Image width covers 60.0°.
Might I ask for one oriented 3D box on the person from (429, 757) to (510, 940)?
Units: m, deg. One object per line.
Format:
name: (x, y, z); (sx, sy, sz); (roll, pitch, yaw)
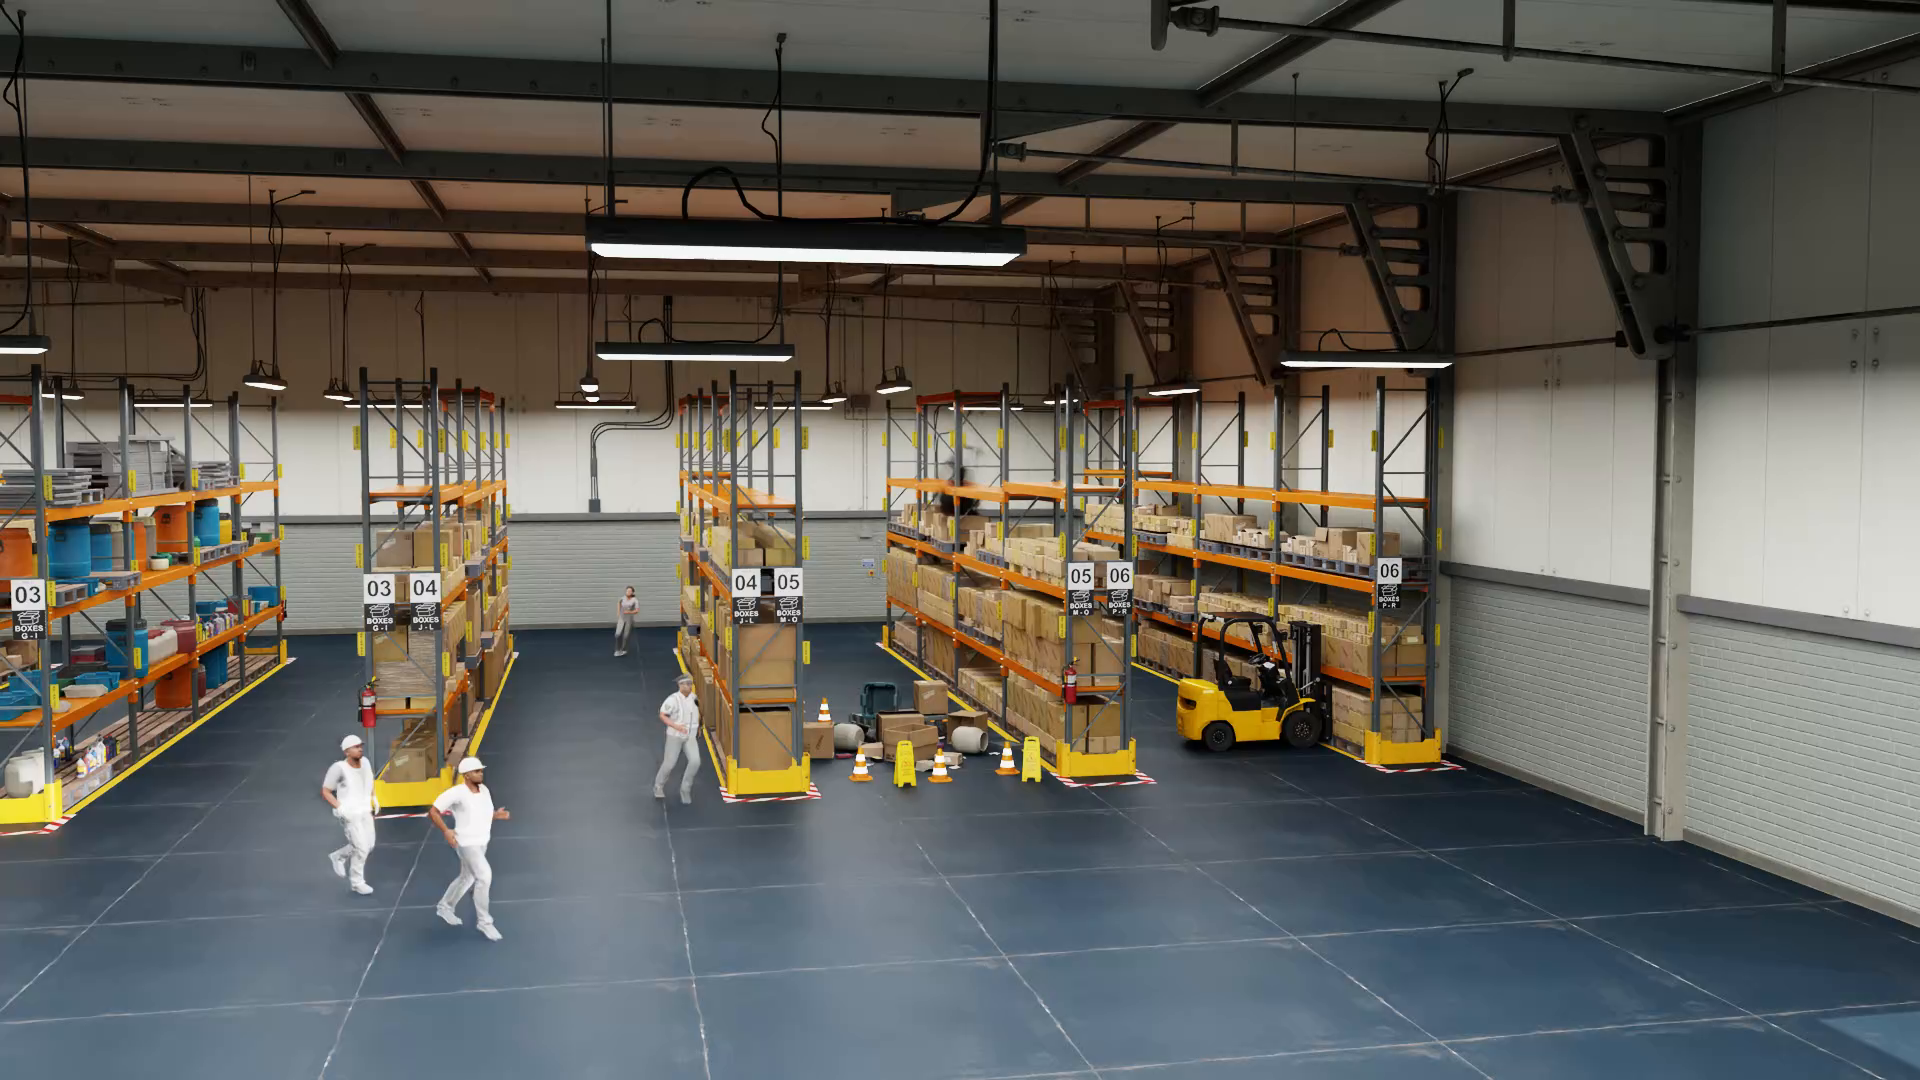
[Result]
person: (-4.979, 3.112, 16.891); (0.816, 1.828, 0.679); (1, 3, 14)

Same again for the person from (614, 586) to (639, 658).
person: (-7.719, 1.891, 38.586); (0.599, 1.672, 0.654); (0, 3, 1)

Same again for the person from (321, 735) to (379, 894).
person: (-6.805, 3.033, 18.522); (0.685, 1.742, 0.707); (1, 4, 22)

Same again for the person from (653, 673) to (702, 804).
person: (-3.888, 2.759, 23.222); (0.716, 1.810, 0.703); (-3, 4, -41)

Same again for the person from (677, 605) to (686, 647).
person: (-6.506, 1.820, 40.372); (0.660, 1.621, 0.518); (-2, 4, -36)
